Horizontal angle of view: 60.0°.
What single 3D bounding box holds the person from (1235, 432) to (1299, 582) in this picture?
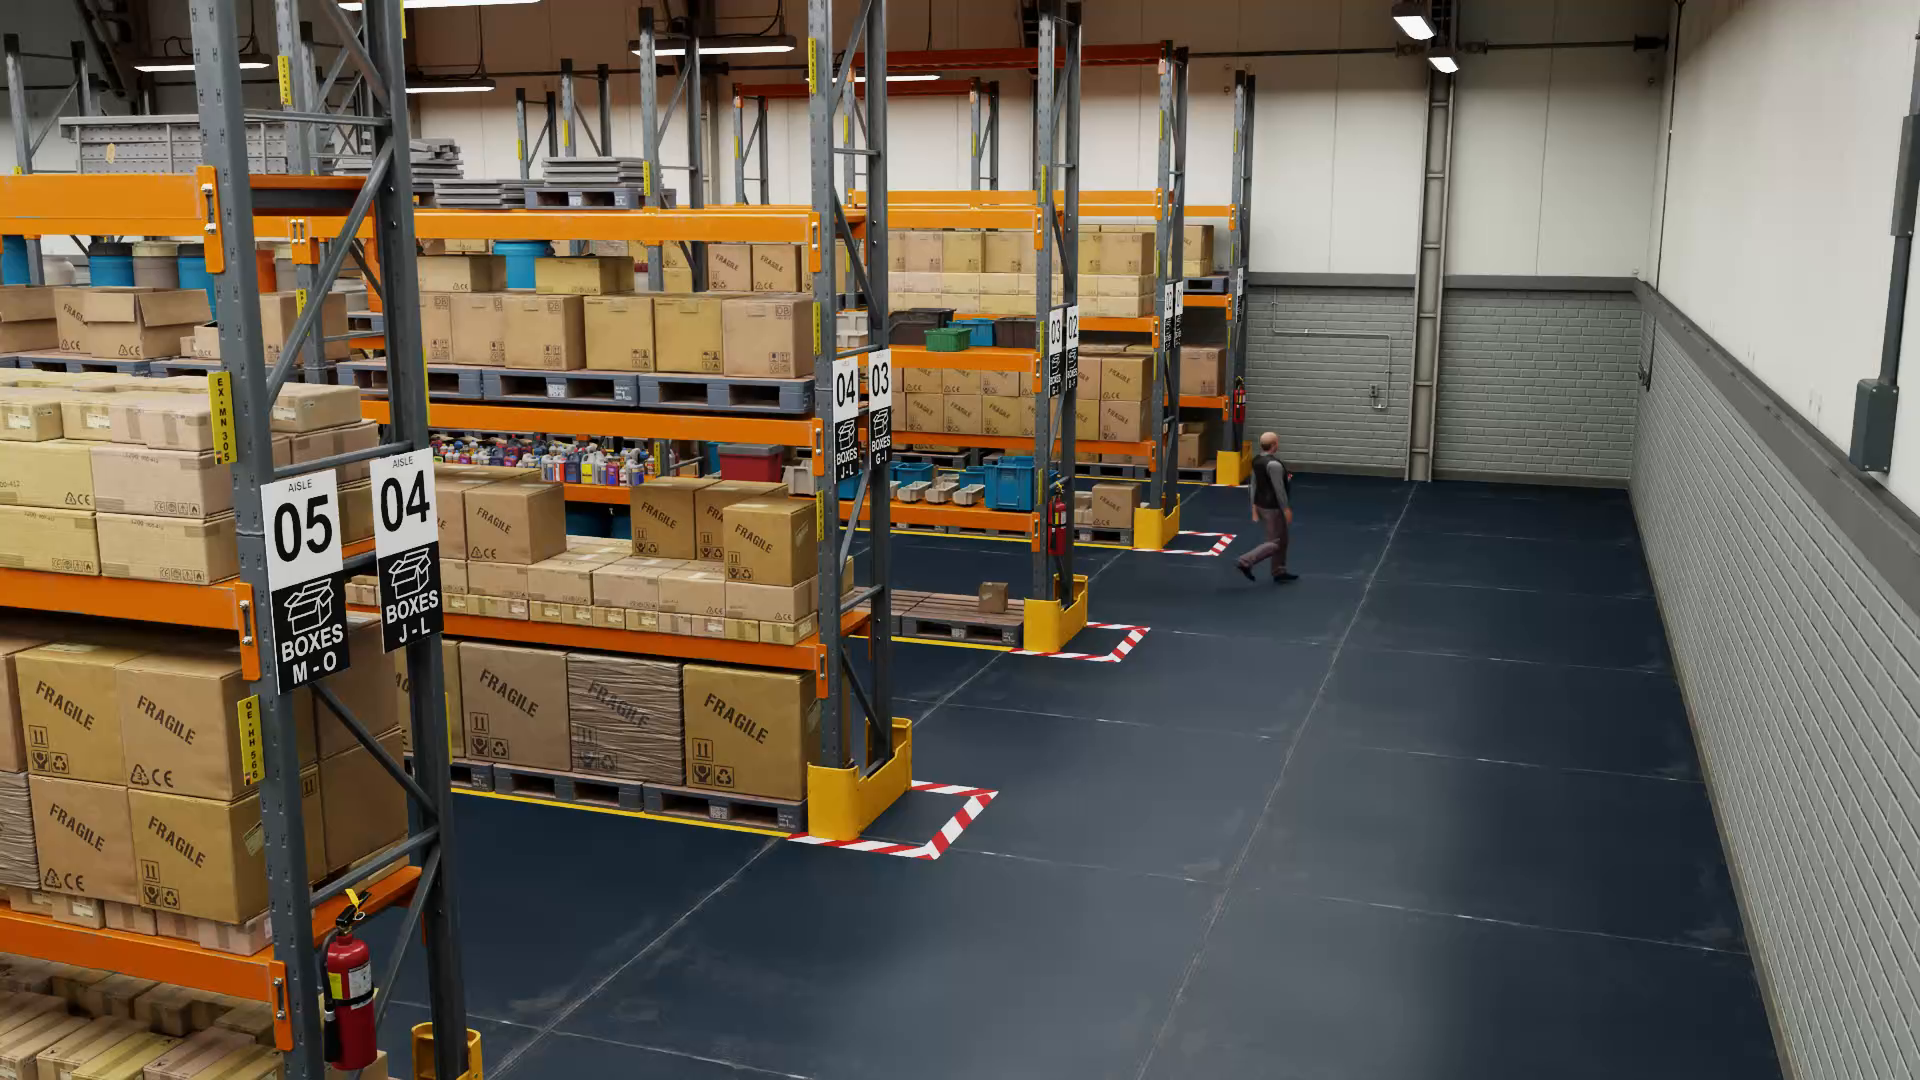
[{"bbox_3d":[3.401,-0.309,18.304,0.842,1.613,0.526,-3,12,-13],"label":"person"}]
